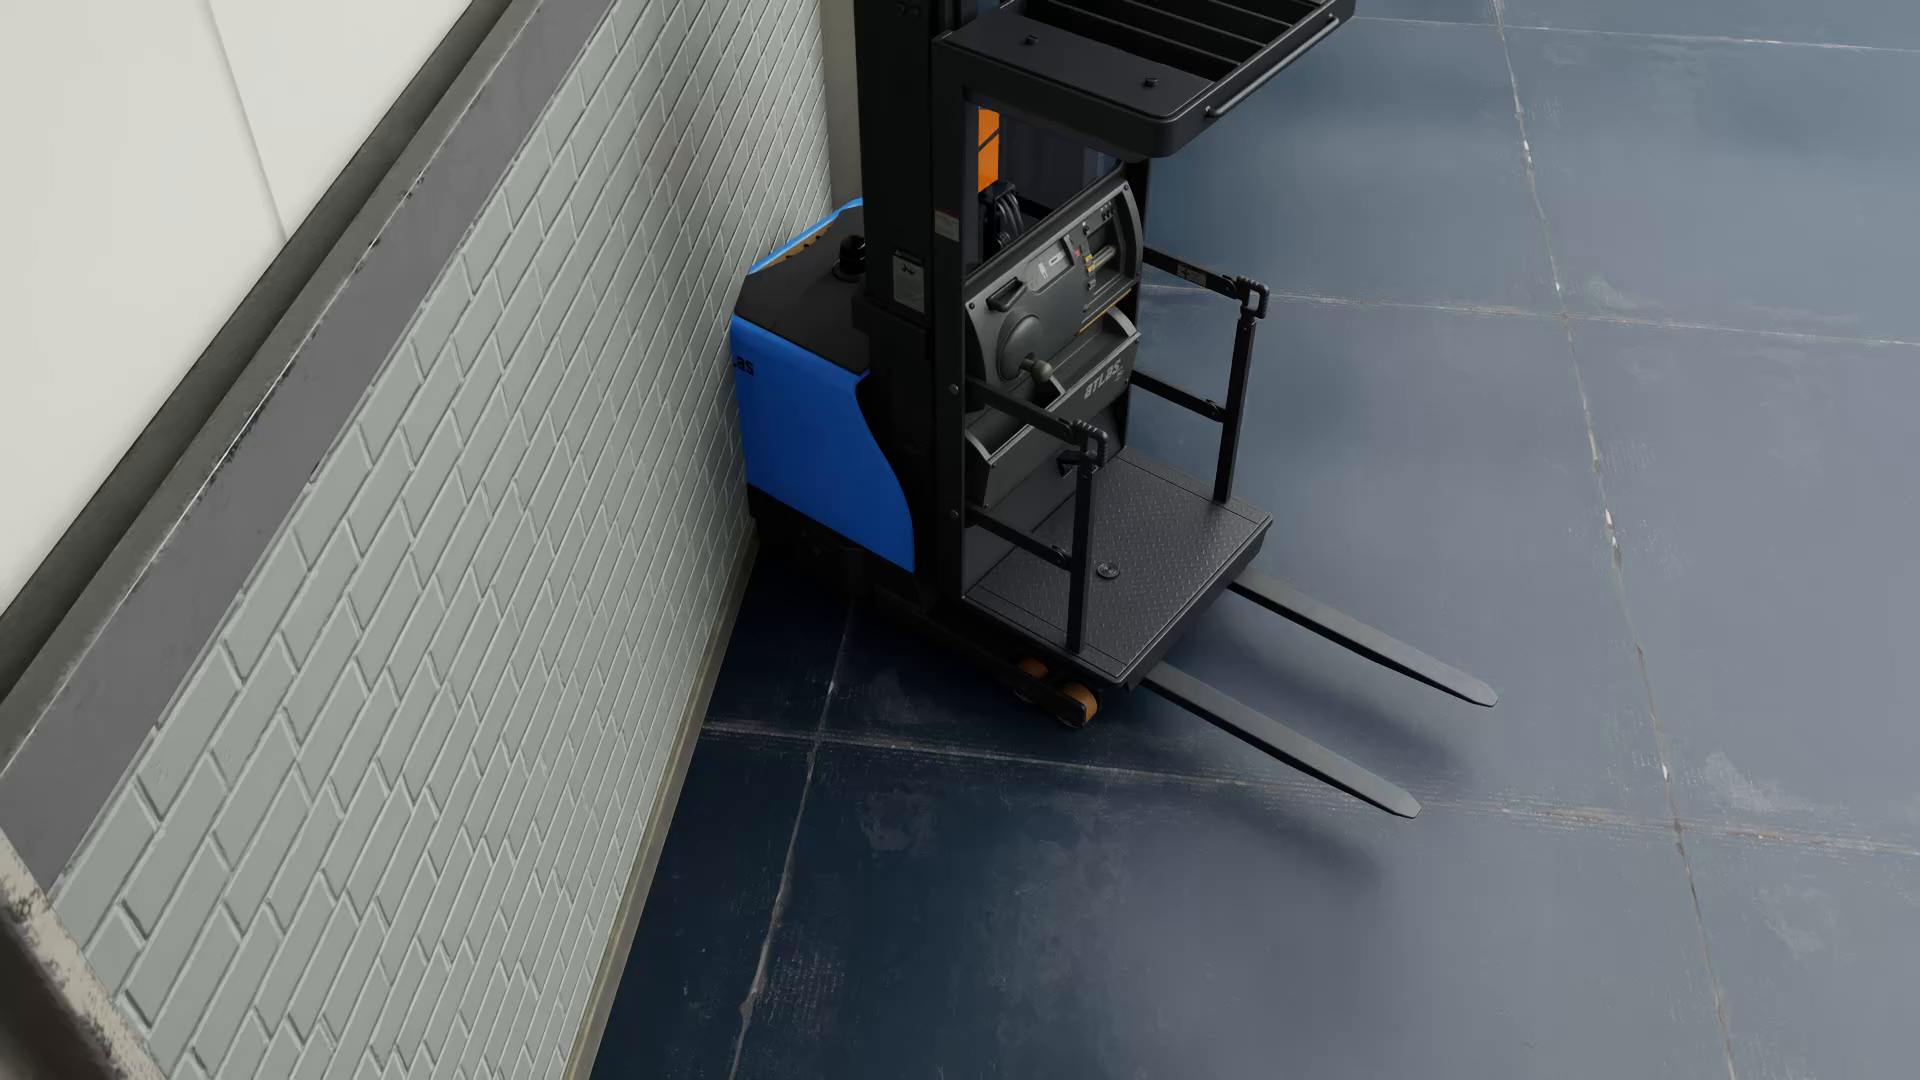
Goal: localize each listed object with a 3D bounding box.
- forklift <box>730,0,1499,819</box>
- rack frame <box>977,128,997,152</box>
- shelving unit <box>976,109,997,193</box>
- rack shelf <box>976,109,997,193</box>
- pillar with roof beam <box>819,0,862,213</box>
[{"bbox_3d":[0.494,-0.803,5.467,3.031,2.935,1.130,28,50,26],"label":"forklift"},{"bbox_3d":[0.114,-1.462,7.203,0.500,1.500,0.032,4,44,5],"label":"rack frame"},{"bbox_3d":[0.168,-1.803,7.564,0.587,1.500,1.083,4,44,5],"label":"shelving unit"},{"bbox_3d":[0.169,-1.679,7.694,0.538,0.185,1.000,4,44,5],"label":"rack shelf"},{"bbox_3d":[3.841,-4.232,4.674,9.100,9.000,0.400,5,44,6],"label":"pillar with roof beam"}]
